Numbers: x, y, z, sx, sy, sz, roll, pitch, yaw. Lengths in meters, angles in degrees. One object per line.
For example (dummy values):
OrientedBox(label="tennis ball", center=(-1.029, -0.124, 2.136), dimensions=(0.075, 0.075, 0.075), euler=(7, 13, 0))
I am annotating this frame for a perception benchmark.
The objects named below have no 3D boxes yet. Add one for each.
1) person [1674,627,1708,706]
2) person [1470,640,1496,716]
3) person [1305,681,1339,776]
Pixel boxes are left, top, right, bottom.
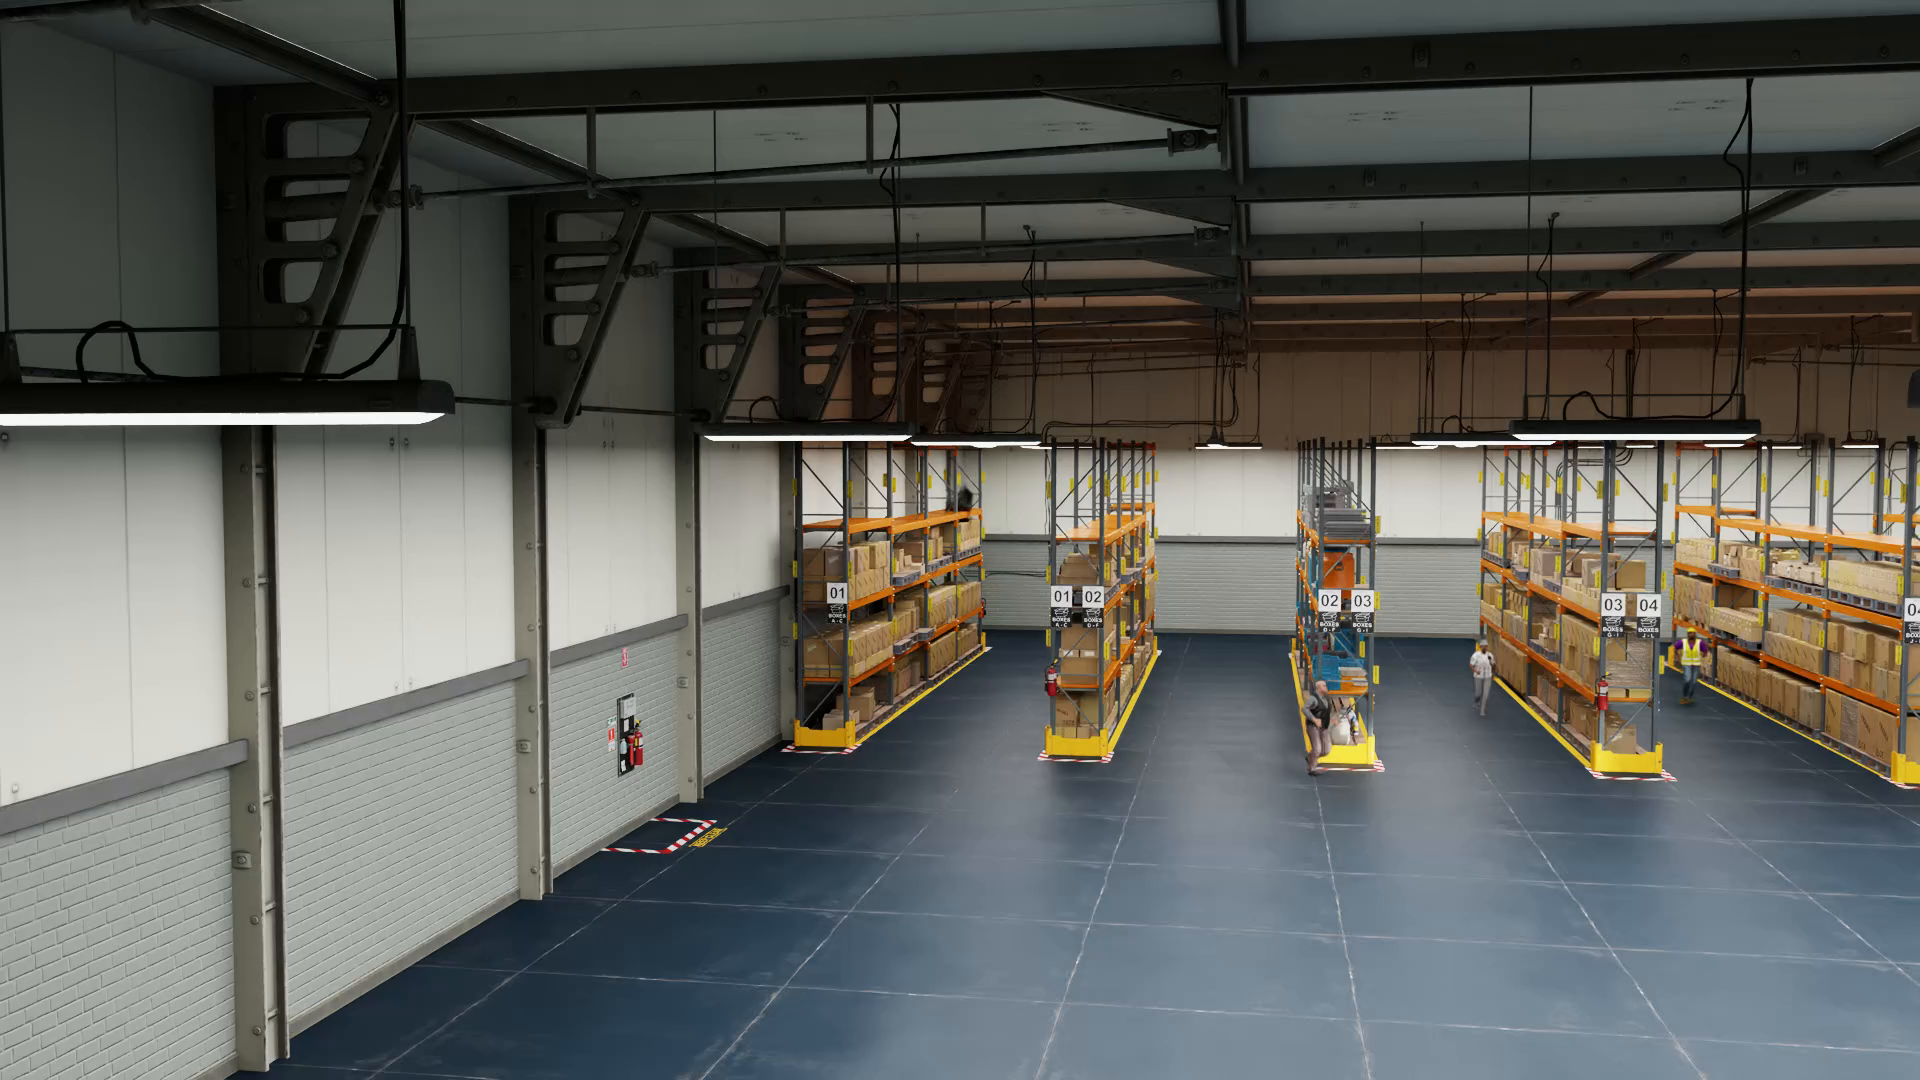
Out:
OrientedBox(label="person", center=(16.550, 2.870, 37.617), dimensions=(0.678, 1.805, 0.709), euler=(1, 3, 14))
OrientedBox(label="person", center=(11.374, 2.978, 36.145), dimensions=(0.575, 1.655, 0.649), euler=(0, 3, 8))
OrientedBox(label="person", center=(6.344, 3.334, 29.449), dimensions=(0.631, 1.677, 0.577), euler=(-2, 4, -35))
